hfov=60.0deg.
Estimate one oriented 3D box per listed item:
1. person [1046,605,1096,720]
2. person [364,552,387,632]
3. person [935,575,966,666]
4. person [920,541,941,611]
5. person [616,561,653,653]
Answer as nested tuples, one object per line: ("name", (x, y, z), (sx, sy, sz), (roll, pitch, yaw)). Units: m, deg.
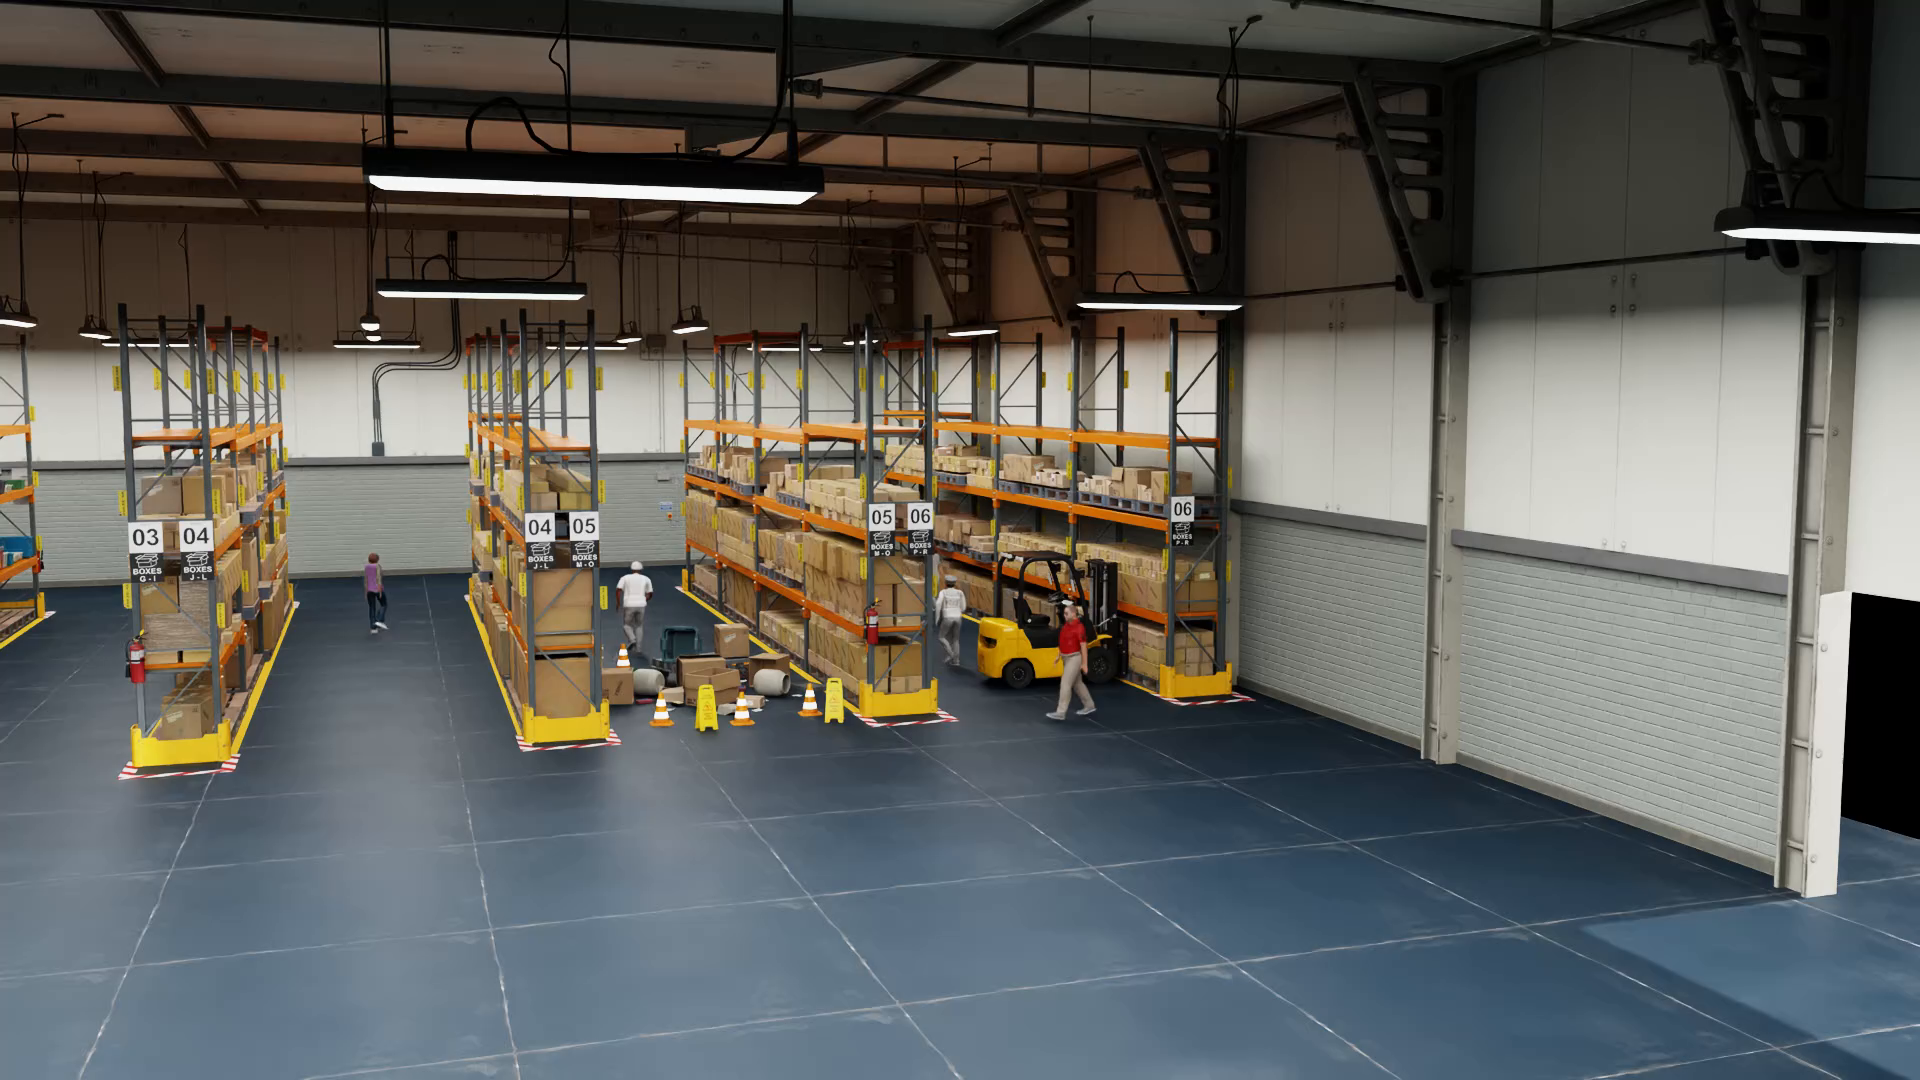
("person", (1.648, 1.809, 24.822), (0.882, 1.704, 0.543), (-1, 6, -14))
("person", (-11.713, 1.064, 33.265), (0.444, 1.547, 0.471), (0, 5, -5))
("person", (-0.167, 1.425, 29.587), (0.607, 1.568, 0.713), (-2, 6, -18))
("person", (-0.603, 0.765, 34.387), (0.488, 1.518, 0.668), (-4, 7, -38))
("person", (-6.045, 1.248, 30.937), (0.677, 1.663, 0.733), (-2, 6, -19))
